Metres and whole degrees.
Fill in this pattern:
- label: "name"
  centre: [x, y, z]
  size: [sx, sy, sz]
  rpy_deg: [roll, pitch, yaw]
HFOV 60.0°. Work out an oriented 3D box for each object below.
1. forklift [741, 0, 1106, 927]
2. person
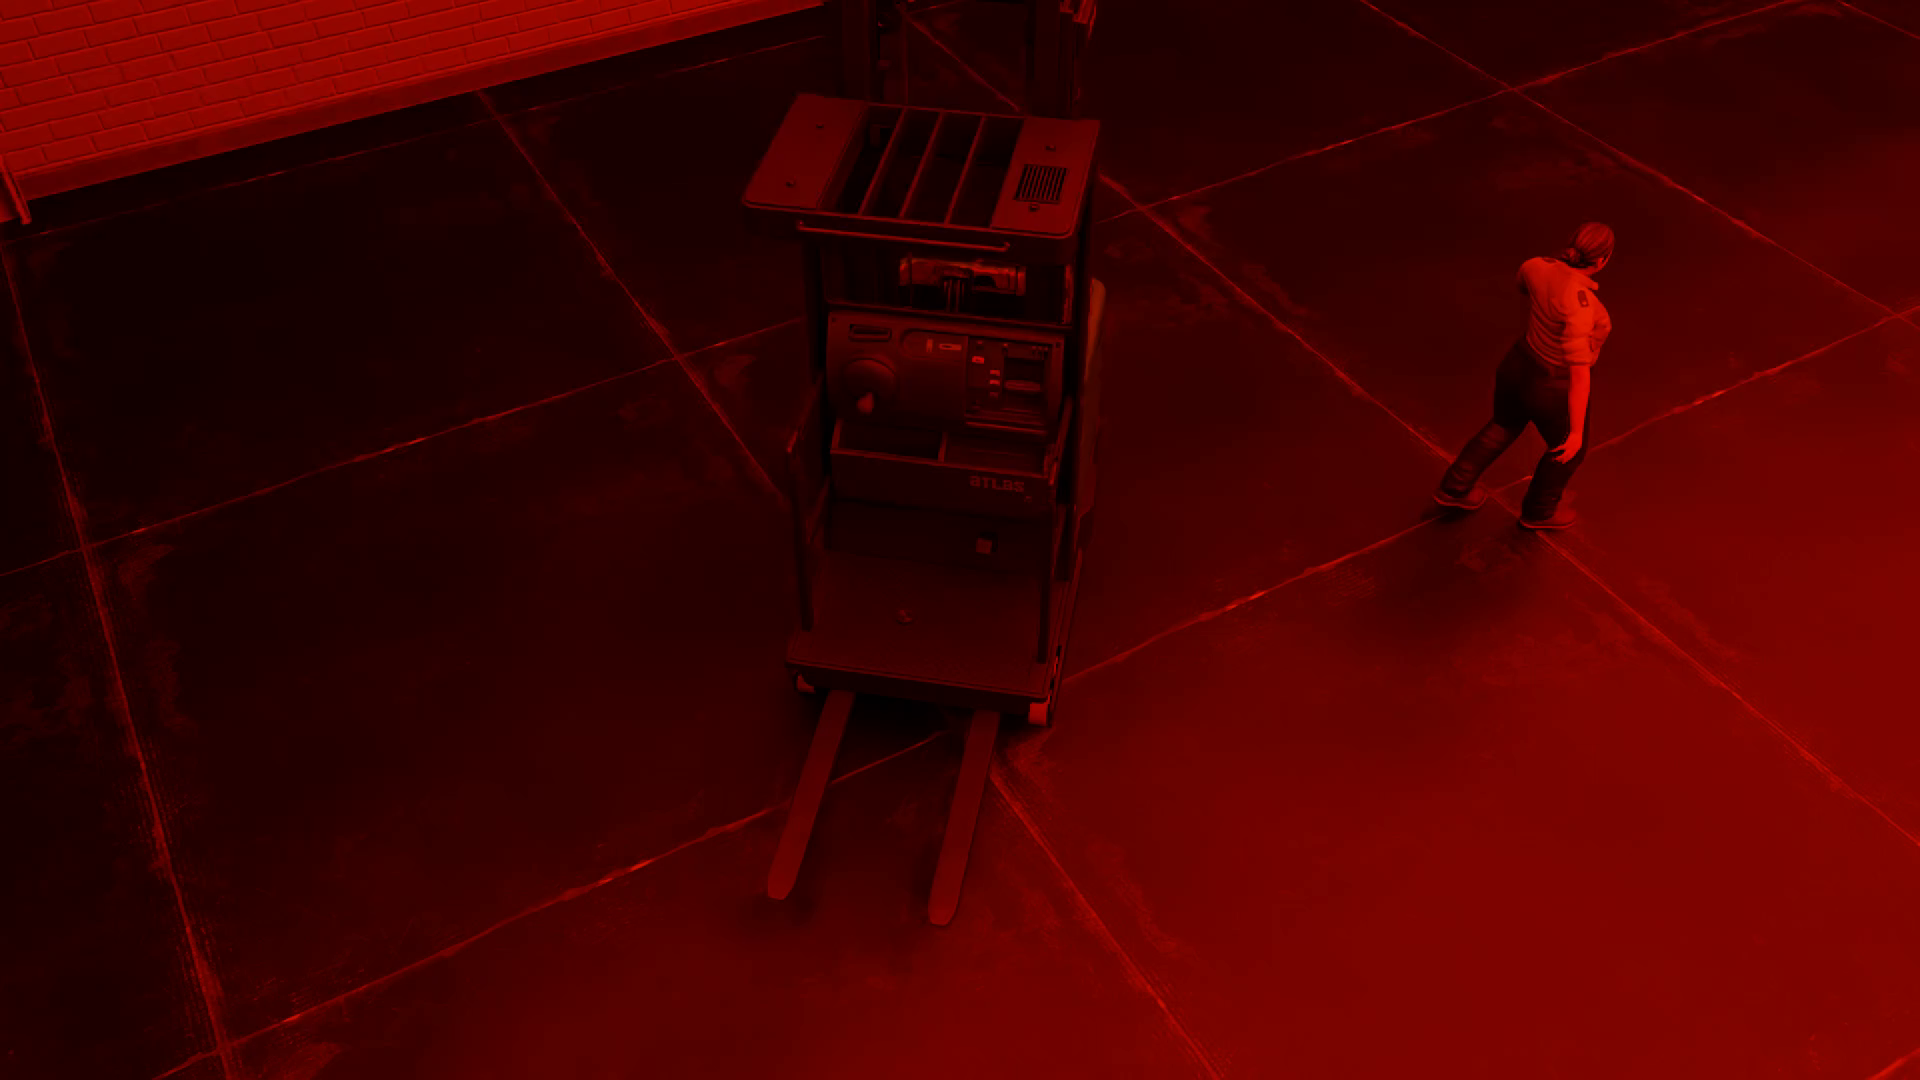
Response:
- label: "forklift"
  centre: [-0.100, -0.566, 6.308]
  size: [1.130, 2.935, 3.031]
  rpy_deg: [7, 43, 8]
- label: "person"
  centre: [2.623, -0.697, 7.417]
  size: [0.704, 1.628, 0.849]
  rpy_deg: [-15, 45, -15]
